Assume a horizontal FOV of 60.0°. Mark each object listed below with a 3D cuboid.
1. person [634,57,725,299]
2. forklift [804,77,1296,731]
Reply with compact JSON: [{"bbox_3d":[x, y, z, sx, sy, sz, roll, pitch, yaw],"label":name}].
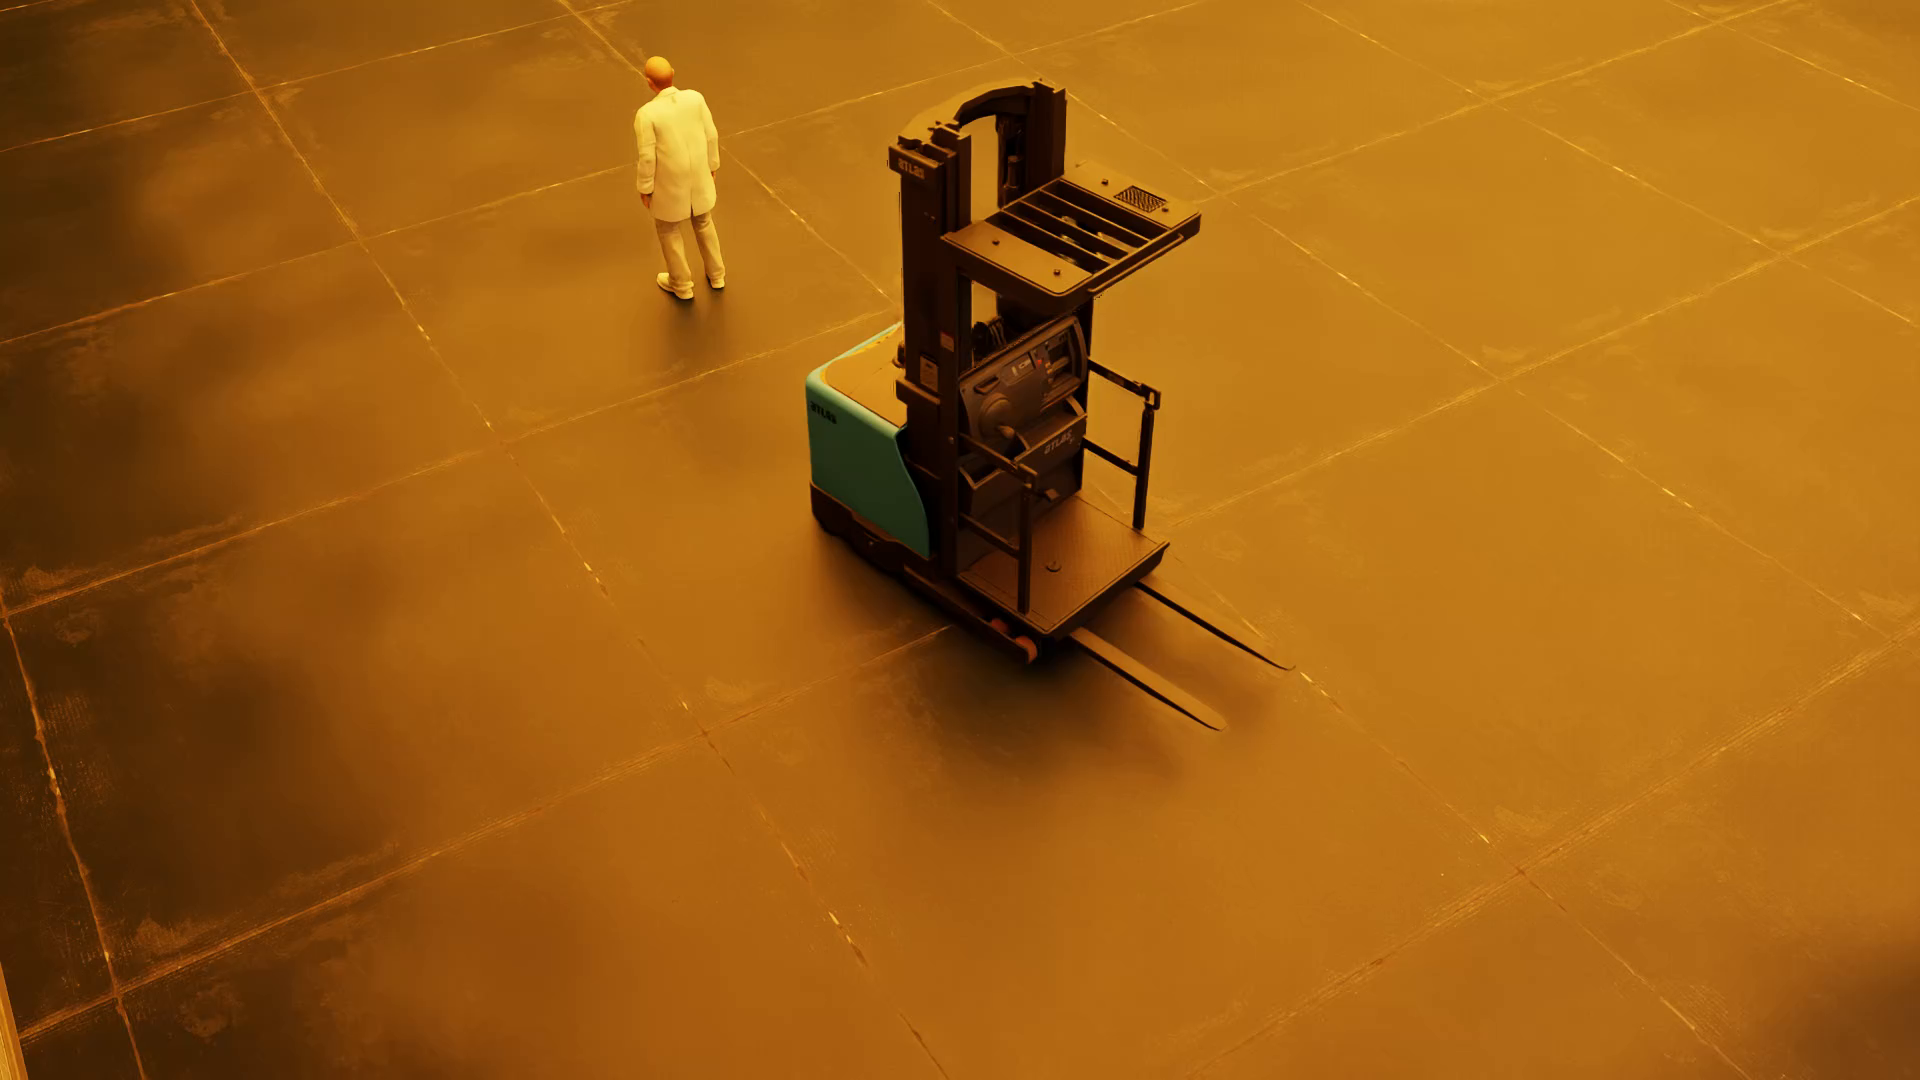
[{"bbox_3d":[-1.974,-2.532,11.649,0.644,1.772,0.436,-26,47,-26],"label":"person"},{"bbox_3d":[0.497,-0.795,8.781,3.031,2.935,1.130,32,51,32],"label":"forklift"}]
